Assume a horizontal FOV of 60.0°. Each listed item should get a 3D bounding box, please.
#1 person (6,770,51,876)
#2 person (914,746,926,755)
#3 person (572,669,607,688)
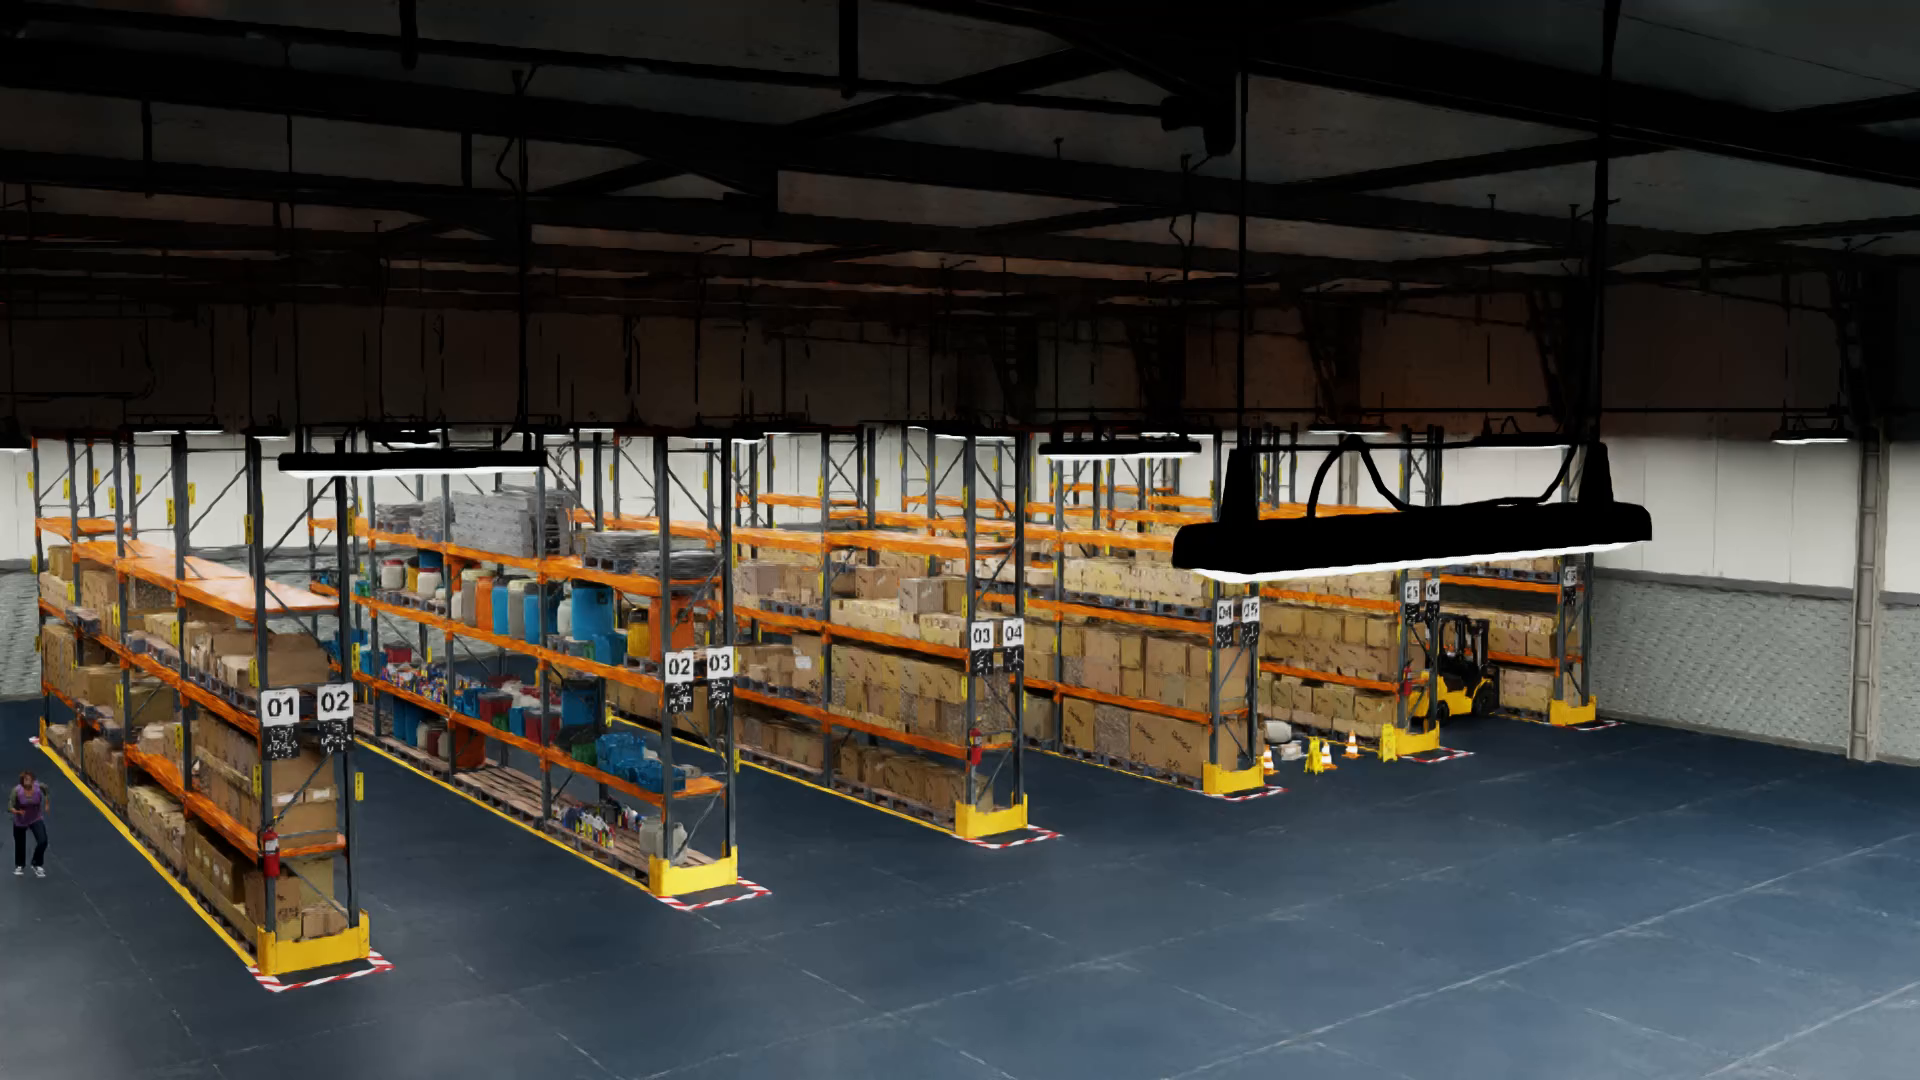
[{"bbox_3d":[-12.544,3.809,22.425,0.538,1.512,0.852,-3,5,-31],"label":"person"},{"bbox_3d":[-0.461,3.132,30.366,0.657,1.647,0.886,-3,5,-32],"label":"person"},{"bbox_3d":[-7.225,2.996,32.473,0.628,1.573,0.844,-4,6,-41],"label":"person"}]
